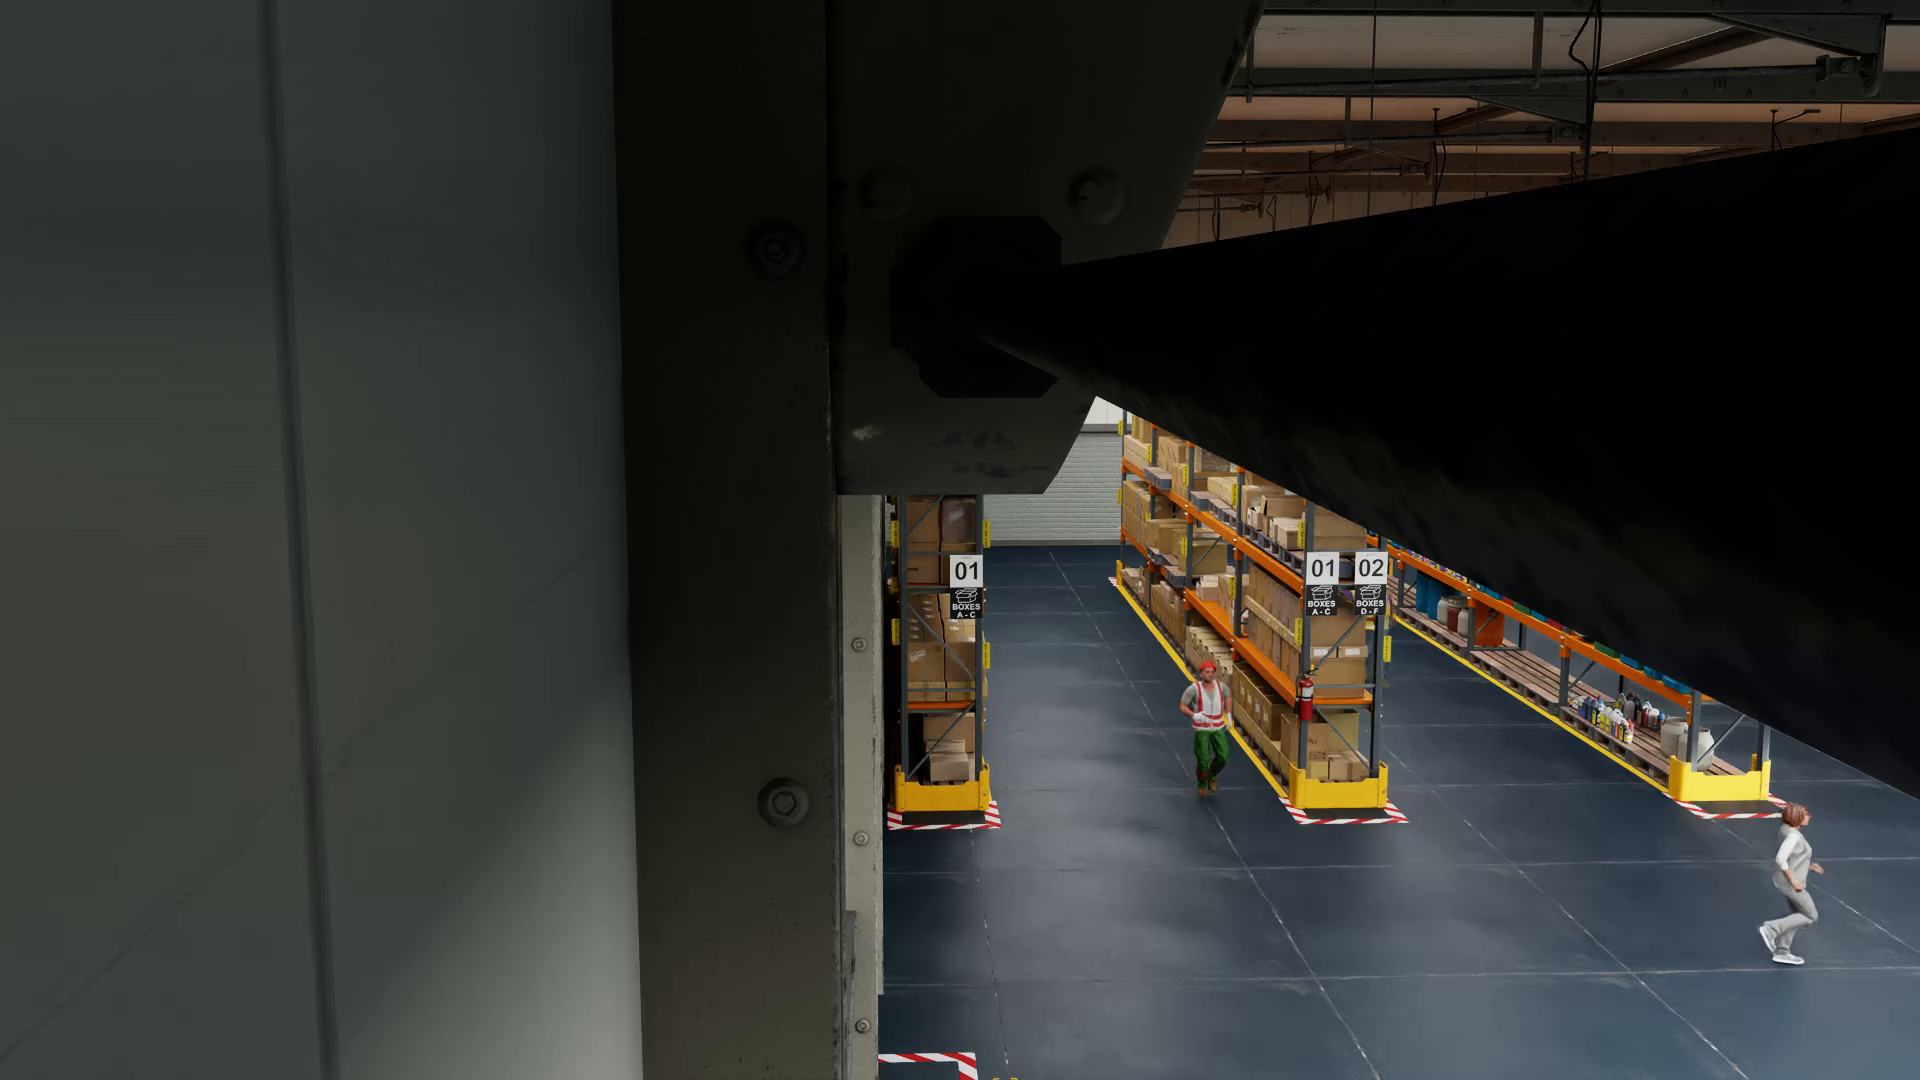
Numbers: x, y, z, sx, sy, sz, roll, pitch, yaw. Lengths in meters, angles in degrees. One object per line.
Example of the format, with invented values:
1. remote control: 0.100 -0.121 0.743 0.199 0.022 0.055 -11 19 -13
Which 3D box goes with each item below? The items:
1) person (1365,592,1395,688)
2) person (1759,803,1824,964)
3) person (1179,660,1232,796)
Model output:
1. person: 6.766 1.498 27.029 0.724 1.848 0.757 -2 9 -11
2. person: 7.884 3.260 15.756 0.544 1.554 0.545 2 9 15
3. person: 3.125 2.379 20.883 0.727 1.748 0.540 -2 9 -11
